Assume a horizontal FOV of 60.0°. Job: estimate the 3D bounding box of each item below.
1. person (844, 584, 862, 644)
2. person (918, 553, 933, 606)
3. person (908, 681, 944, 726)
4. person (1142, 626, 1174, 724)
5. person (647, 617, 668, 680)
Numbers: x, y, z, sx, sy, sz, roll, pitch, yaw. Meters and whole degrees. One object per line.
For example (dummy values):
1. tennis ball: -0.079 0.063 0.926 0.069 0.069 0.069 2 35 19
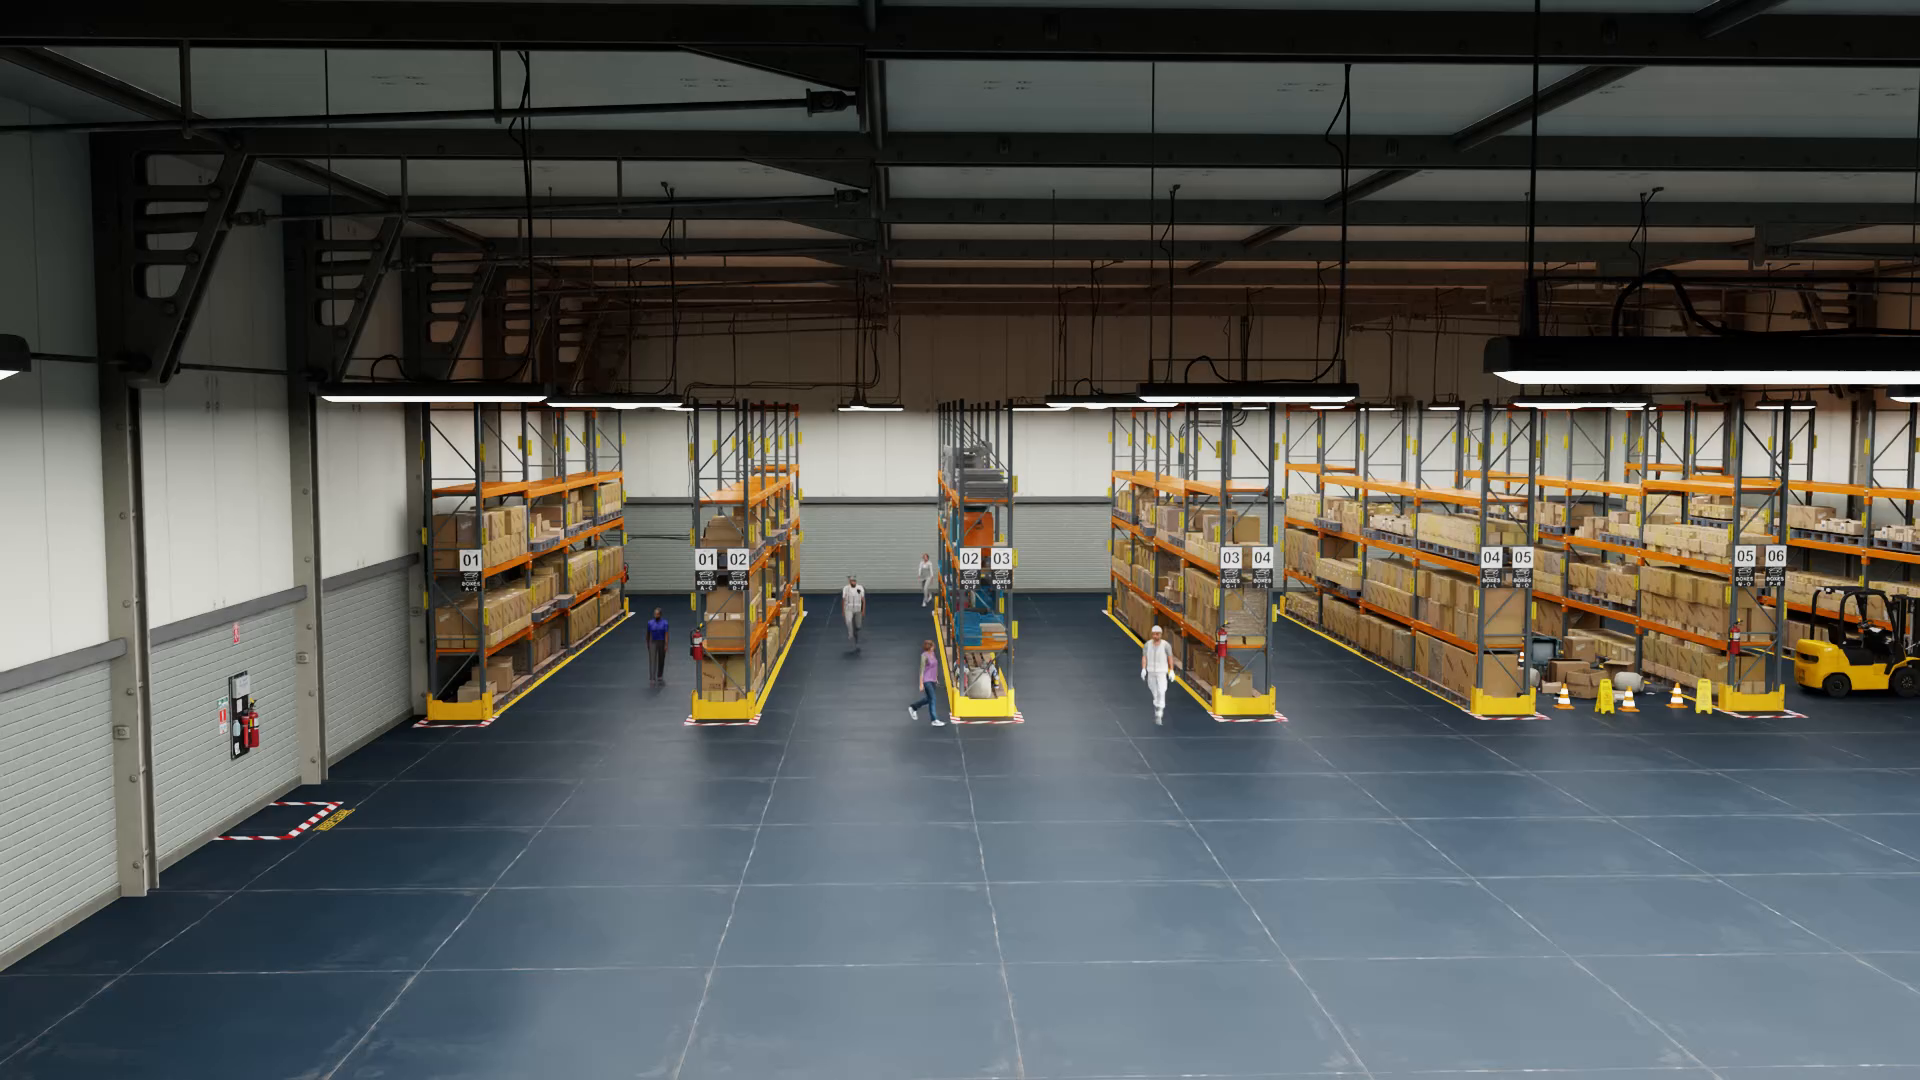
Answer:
1. person: -2.582 1.802 40.019 0.437 1.491 0.971 0 4 -6
2. person: -0.998 1.170 49.504 0.391 1.547 0.863 2 5 26
3. person: -0.604 2.940 30.662 0.805 0.883 0.351 2 5 25
4. person: 3.639 2.472 30.925 0.553 1.755 0.868 2 5 27
5. person: -6.392 2.292 35.175 0.442 1.332 0.806 -1 5 -17
